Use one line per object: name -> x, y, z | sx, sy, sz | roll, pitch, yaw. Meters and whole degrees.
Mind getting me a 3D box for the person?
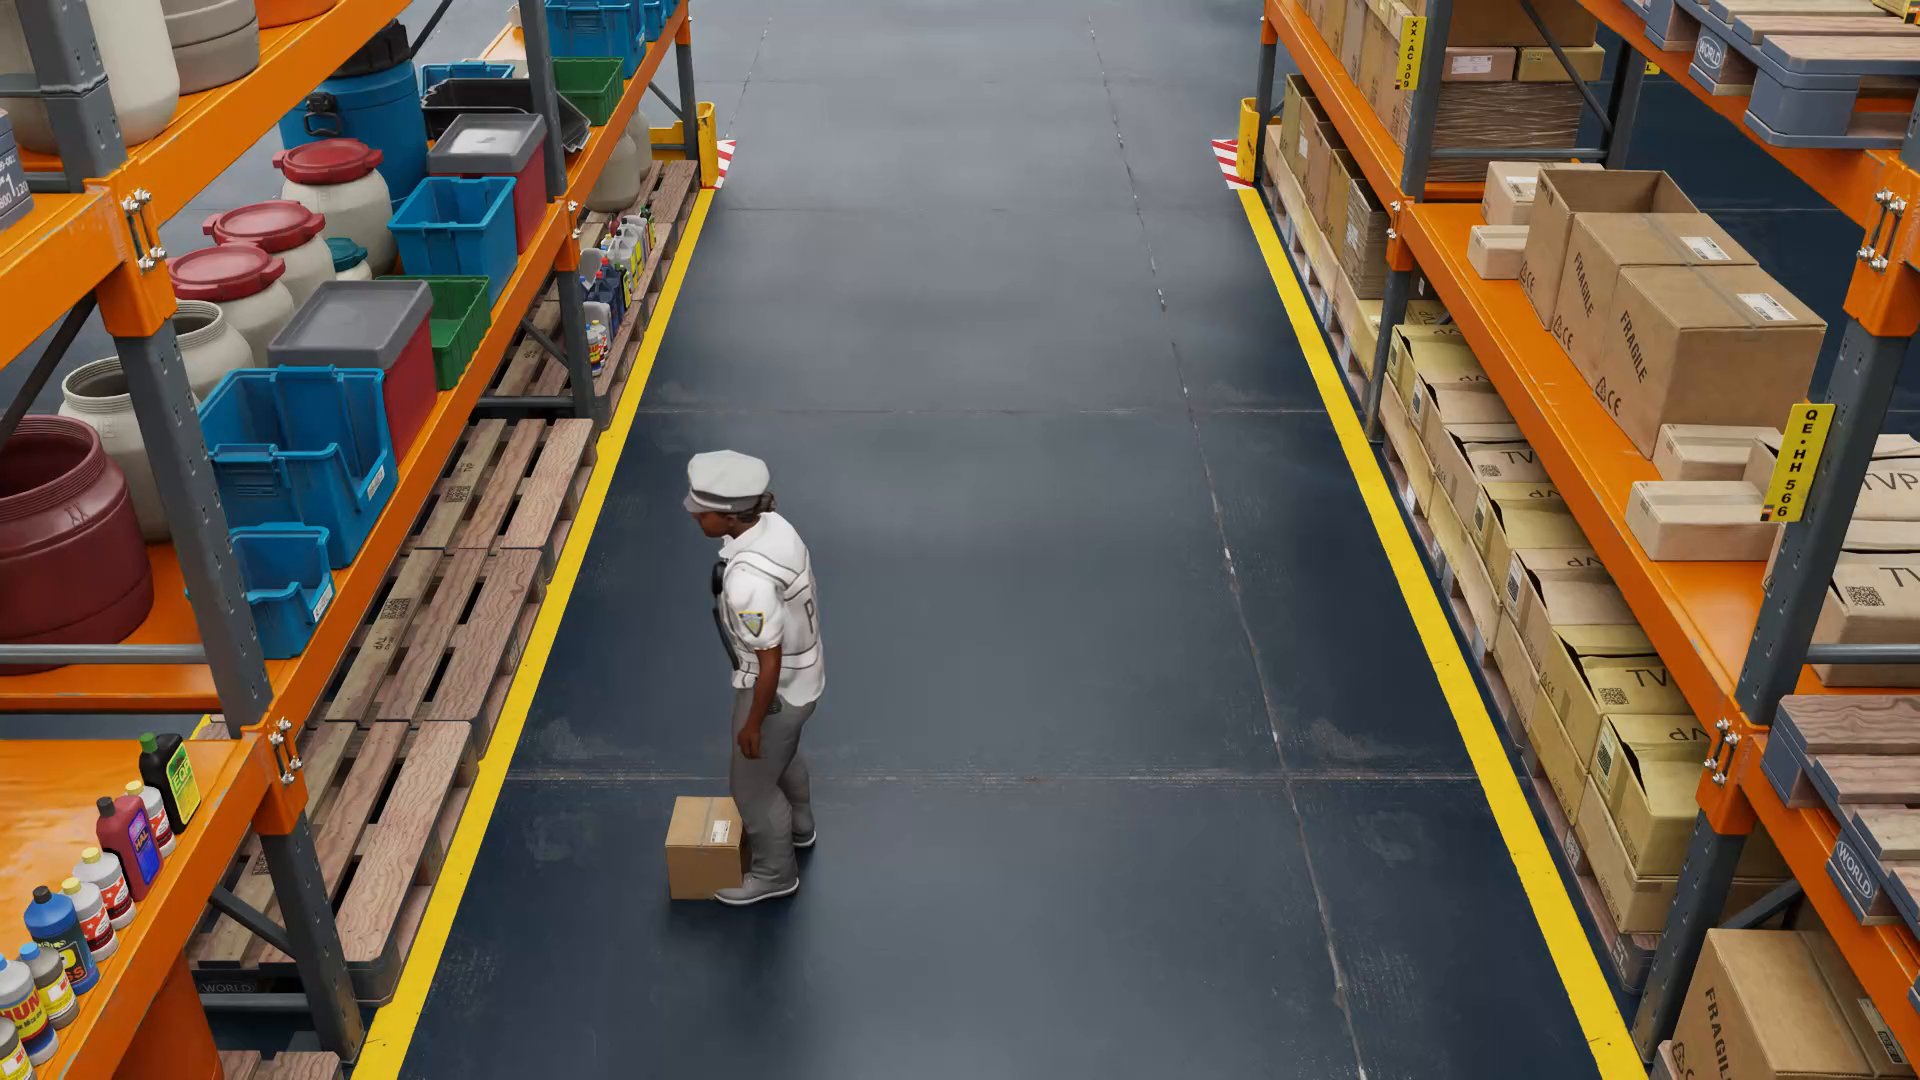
person -> -0.645, 0.461, 5.388 | 0.418, 1.661, 0.526 | -1, 32, -2
